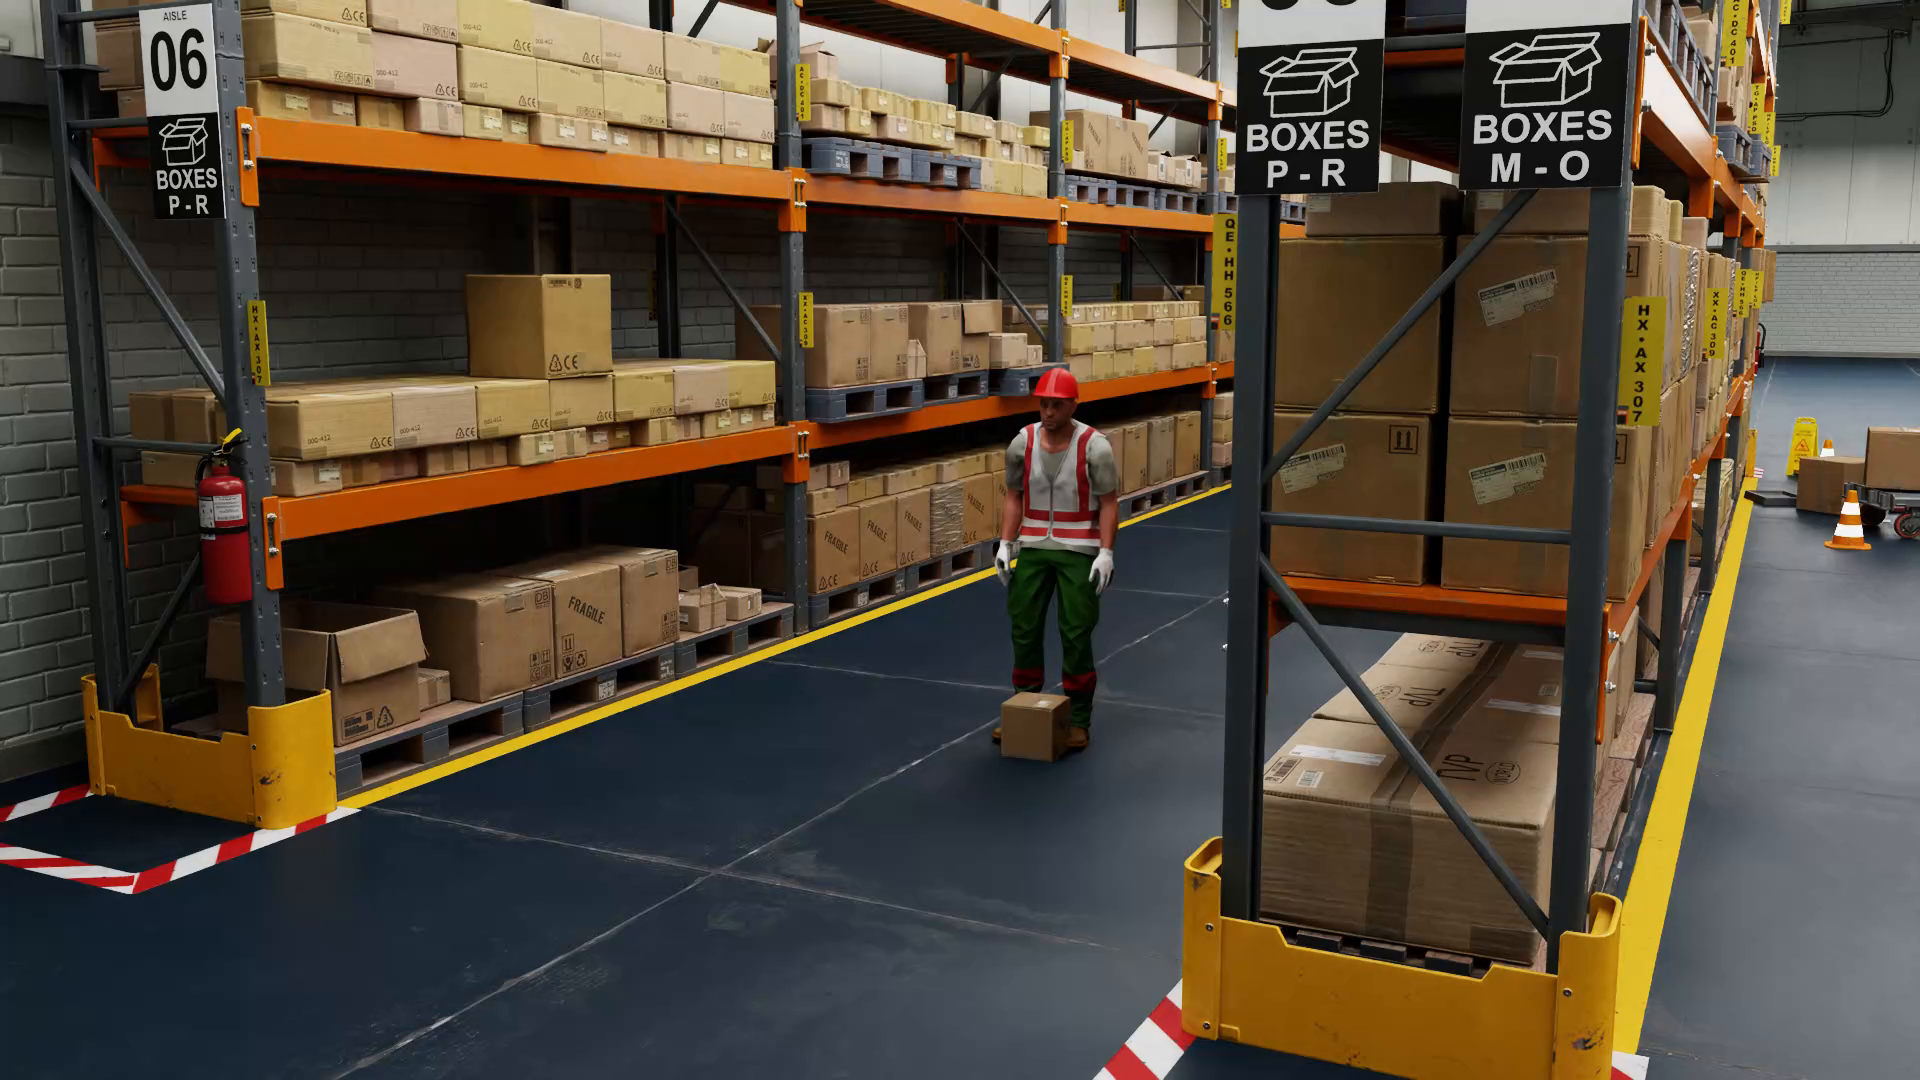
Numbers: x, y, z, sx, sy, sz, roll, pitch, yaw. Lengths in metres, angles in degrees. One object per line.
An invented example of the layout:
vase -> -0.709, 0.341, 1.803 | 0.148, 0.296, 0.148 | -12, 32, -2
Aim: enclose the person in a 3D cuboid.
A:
person -> 0.444, 0.083, 7.800 | 0.611, 1.776, 0.455 | 4, 10, 25
